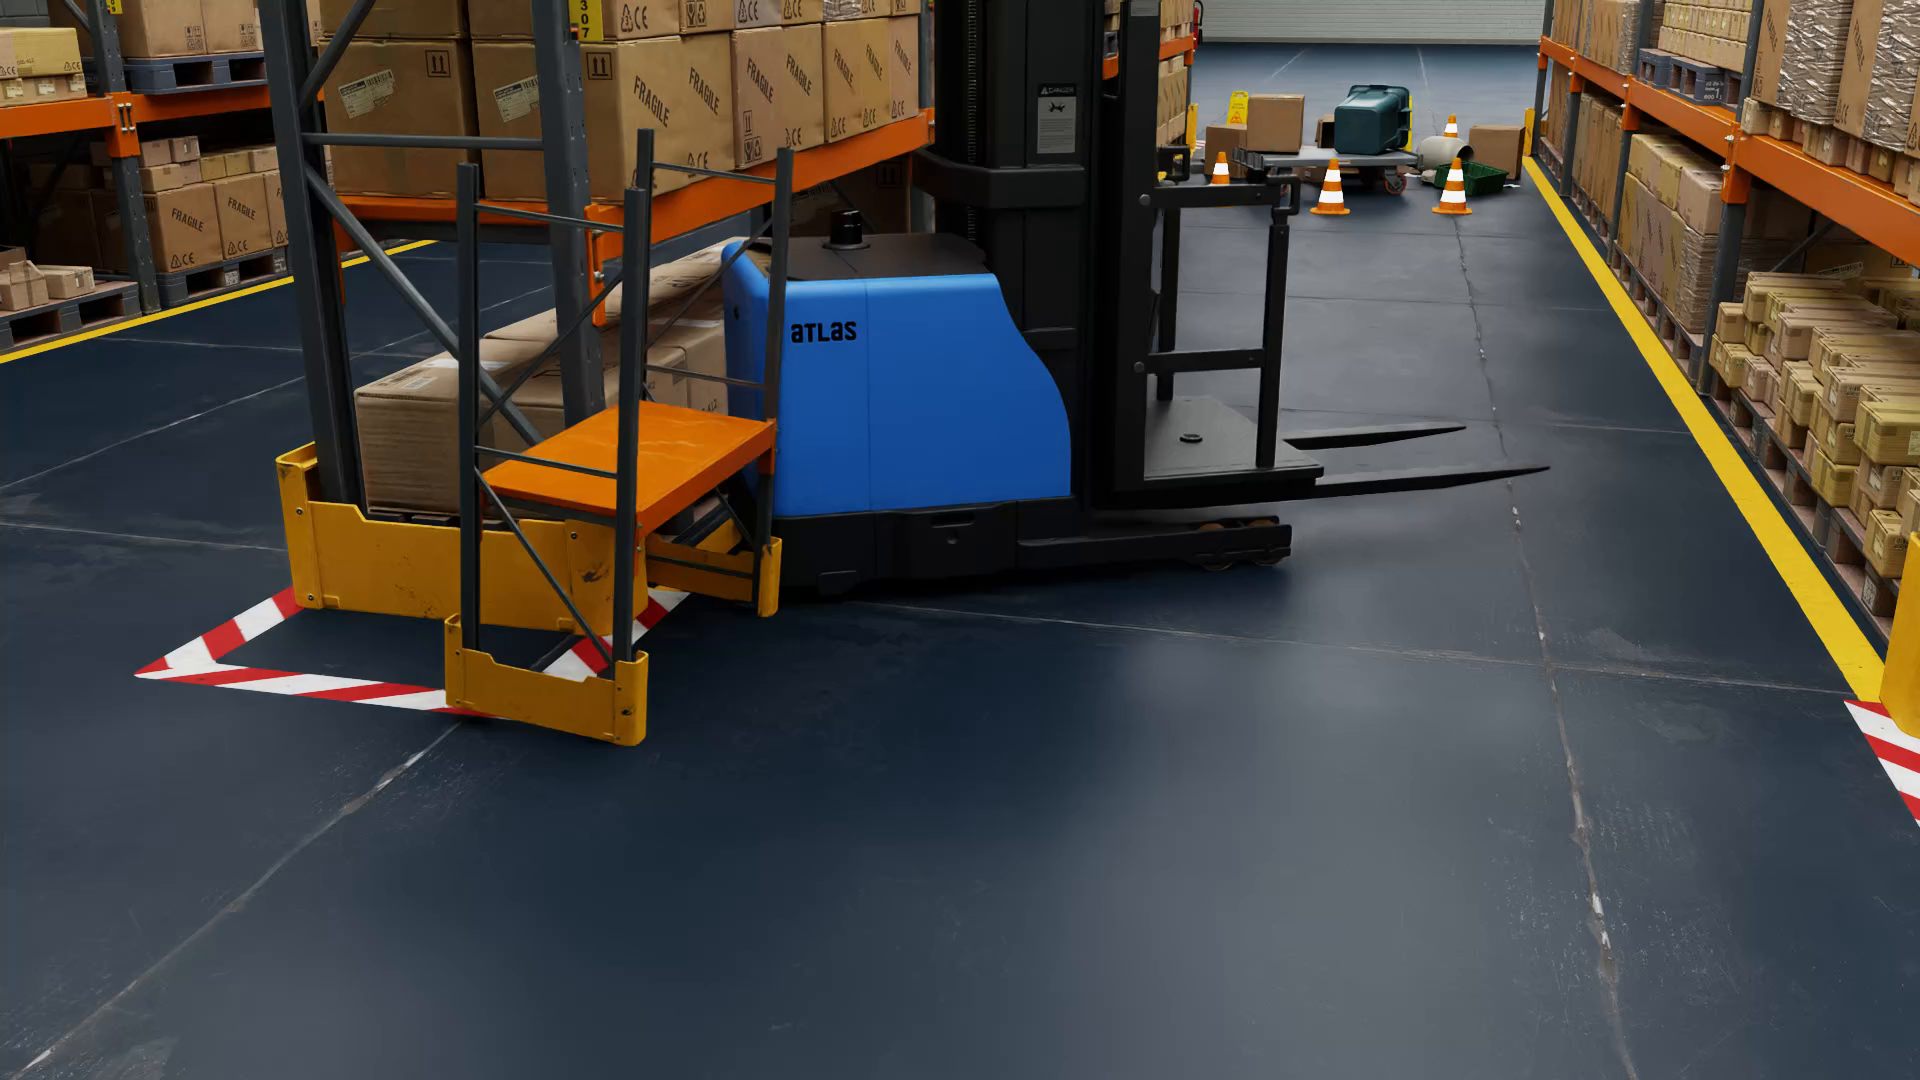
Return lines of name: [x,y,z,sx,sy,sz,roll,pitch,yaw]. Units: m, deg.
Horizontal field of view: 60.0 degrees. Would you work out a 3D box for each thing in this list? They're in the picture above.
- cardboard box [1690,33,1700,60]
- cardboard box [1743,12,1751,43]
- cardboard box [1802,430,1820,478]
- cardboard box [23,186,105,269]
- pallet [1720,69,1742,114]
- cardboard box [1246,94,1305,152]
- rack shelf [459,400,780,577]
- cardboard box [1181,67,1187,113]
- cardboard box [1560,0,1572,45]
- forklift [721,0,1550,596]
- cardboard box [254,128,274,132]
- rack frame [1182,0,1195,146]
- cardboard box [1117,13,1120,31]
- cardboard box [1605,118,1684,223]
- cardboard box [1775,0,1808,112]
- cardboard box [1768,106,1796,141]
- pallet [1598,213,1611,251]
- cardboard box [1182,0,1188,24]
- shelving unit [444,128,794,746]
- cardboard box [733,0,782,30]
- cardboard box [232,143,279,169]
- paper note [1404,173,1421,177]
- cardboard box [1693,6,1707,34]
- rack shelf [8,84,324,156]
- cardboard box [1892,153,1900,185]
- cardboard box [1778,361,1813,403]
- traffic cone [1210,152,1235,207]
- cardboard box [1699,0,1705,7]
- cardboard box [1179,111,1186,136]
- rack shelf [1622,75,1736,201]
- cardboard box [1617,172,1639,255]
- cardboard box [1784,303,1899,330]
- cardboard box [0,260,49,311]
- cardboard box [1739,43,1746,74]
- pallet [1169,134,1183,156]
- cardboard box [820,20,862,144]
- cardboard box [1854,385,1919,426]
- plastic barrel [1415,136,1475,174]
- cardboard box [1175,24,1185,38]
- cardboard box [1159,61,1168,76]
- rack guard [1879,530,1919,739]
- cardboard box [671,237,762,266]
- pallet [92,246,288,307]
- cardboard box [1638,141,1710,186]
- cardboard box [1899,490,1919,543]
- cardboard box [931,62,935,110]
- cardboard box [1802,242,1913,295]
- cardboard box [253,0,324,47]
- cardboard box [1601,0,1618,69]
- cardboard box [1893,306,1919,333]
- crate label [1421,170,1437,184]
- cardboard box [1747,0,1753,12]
cardboard box: [4.525,-2.902,9.783,0.380,0.149,0.250,5,19,14]
cardboard box: [4.143,-2.552,8.298,0.380,0.149,0.250,5,19,14]
cardboard box: [3.372,-0.298,6.181,0.380,0.149,0.250,5,19,14]
cardboard box: [-5.631,-2.052,10.772,0.500,0.500,0.500,5,19,13]
pallet: [4.502,-2.246,8.420,1.003,0.211,1.213,5,19,13]
cardboard box: [3.038,-4.020,16.011,0.500,0.500,0.500,5,19,13]
rack shelf: [-0.967,-0.190,4.896,0.538,0.185,1.000,11,21,13]
cardboard box: [2.339,-5.210,19.244,0.500,0.500,0.500,5,19,14]
cardboard box: [6.598,-5.312,16.867,0.875,0.550,0.500,5,19,13]
forklift: [0.691,-1.438,5.862,3.031,2.935,1.130,-5,19,-13]
cardboard box: [-5.147,-3.053,12.700,0.380,0.149,0.250,4,19,11]
rack frame: [2.282,-6.229,19.784,1.000,3.000,0.127,5,19,13]
cardboard box: [1.278,-4.627,14.833,0.380,0.149,0.250,5,19,14]
cardboard box: [5.388,-2.680,12.225,1.050,0.750,0.750,4,19,13]
cardboard box: [3.695,-2.006,6.805,0.500,0.500,0.500,5,19,13]
cardboard box: [3.797,-1.840,7.323,0.380,0.149,0.250,5,20,15]
pallet: [5.417,-2.284,12.548,1.003,0.211,1.213,5,19,13]
cardboard box: [2.289,-6.069,18.700,0.500,0.500,0.500,5,19,14]
shelving unit: [-0.952,-0.355,4.825,0.587,1.500,1.083,11,21,13]
cardboard box: [-0.996,-2.187,6.249,0.500,0.500,0.500,5,19,13]
cardboard box: [-4.861,-2.687,11.629,0.380,0.149,0.250,5,20,15]
paper note: [4.686,-3.778,17.212,0.172,0.023,0.155,12,22,32]
cardboard box: [4.526,-3.044,9.737,0.380,0.149,0.250,4,19,13]
rack shelf: [-4.976,-3.145,11.868,1.077,0.370,4.000,5,19,13]
cardboard box: [3.403,-1.257,5.617,0.380,0.149,0.250,4,19,11]
cardboard box: [3.494,-0.602,6.611,0.380,0.149,0.250,5,19,13]
traffic cone: [2.359,-3.276,15.062,0.336,0.463,0.334,5,19,13]
cardboard box: [4.531,-3.182,9.682,0.380,0.149,0.250,5,20,15]
cardboard box: [2.339,-4.845,19.335,0.500,0.250,0.500,5,19,13]
rack shelf: [4.663,-2.395,9.672,1.077,0.370,4.000,5,19,13]
cardboard box: [4.732,-2.177,11.137,0.500,0.500,0.500,4,19,11]
cardboard box: [3.709,-0.900,7.022,0.380,0.149,0.250,4,19,12]
cardboard box: [-5.403,-1.454,9.384,0.396,0.266,0.258,5,20,15]
cardboard box: [4.142,-2.410,8.342,0.380,0.149,0.250,5,19,14]
pallet: [2.030,-4.634,19.428,1.003,0.211,1.213,5,19,13]
cardboard box: [-0.745,-2.029,7.334,0.500,0.500,0.500,4,19,13]
cardboard box: [3.263,-0.414,5.599,0.380,0.149,0.250,4,19,11]
plastic barrel: [4.919,-3.874,16.874,0.421,0.421,0.512,-13,23,-34]
cardboard box: [2.326,-5.726,18.701,0.380,0.149,0.250,5,19,14]
cardboard box: [1.986,-4.979,17.564,0.380,0.149,0.250,6,20,17]
rack guard: [3.216,0.304,4.524,1.175,0.500,0.348,5,19,13]
cardboard box: [-0.908,-1.266,8.568,0.875,0.438,0.875,4,19,13]
pallet: [-5.302,-1.797,11.123,1.003,0.211,1.213,5,19,13]
cardboard box: [4.625,-2.377,10.564,0.500,0.250,0.500,4,19,13]
cardboard box: [3.049,-0.033,4.945,0.380,0.149,0.250,4,19,12]
cardboard box: [-0.287,-2.514,9.140,0.500,0.250,0.500,4,19,12]
cardboard box: [4.612,-1.335,8.674,0.500,0.500,0.500,5,20,16]
cardboard box: [-4.811,-3.647,11.420,0.700,0.500,0.500,5,19,13]
cardboard box: [5.247,-3.885,12.767,0.500,0.500,0.500,4,19,12]
cardboard box: [4.123,-0.871,6.937,0.380,0.149,0.250,5,20,15]
crate label: [4.739,-3.598,16.509,0.298,0.136,0.250,-9,21,-24]
cardboard box: [4.148,-2.696,8.258,0.380,0.149,0.250,4,19,12]
